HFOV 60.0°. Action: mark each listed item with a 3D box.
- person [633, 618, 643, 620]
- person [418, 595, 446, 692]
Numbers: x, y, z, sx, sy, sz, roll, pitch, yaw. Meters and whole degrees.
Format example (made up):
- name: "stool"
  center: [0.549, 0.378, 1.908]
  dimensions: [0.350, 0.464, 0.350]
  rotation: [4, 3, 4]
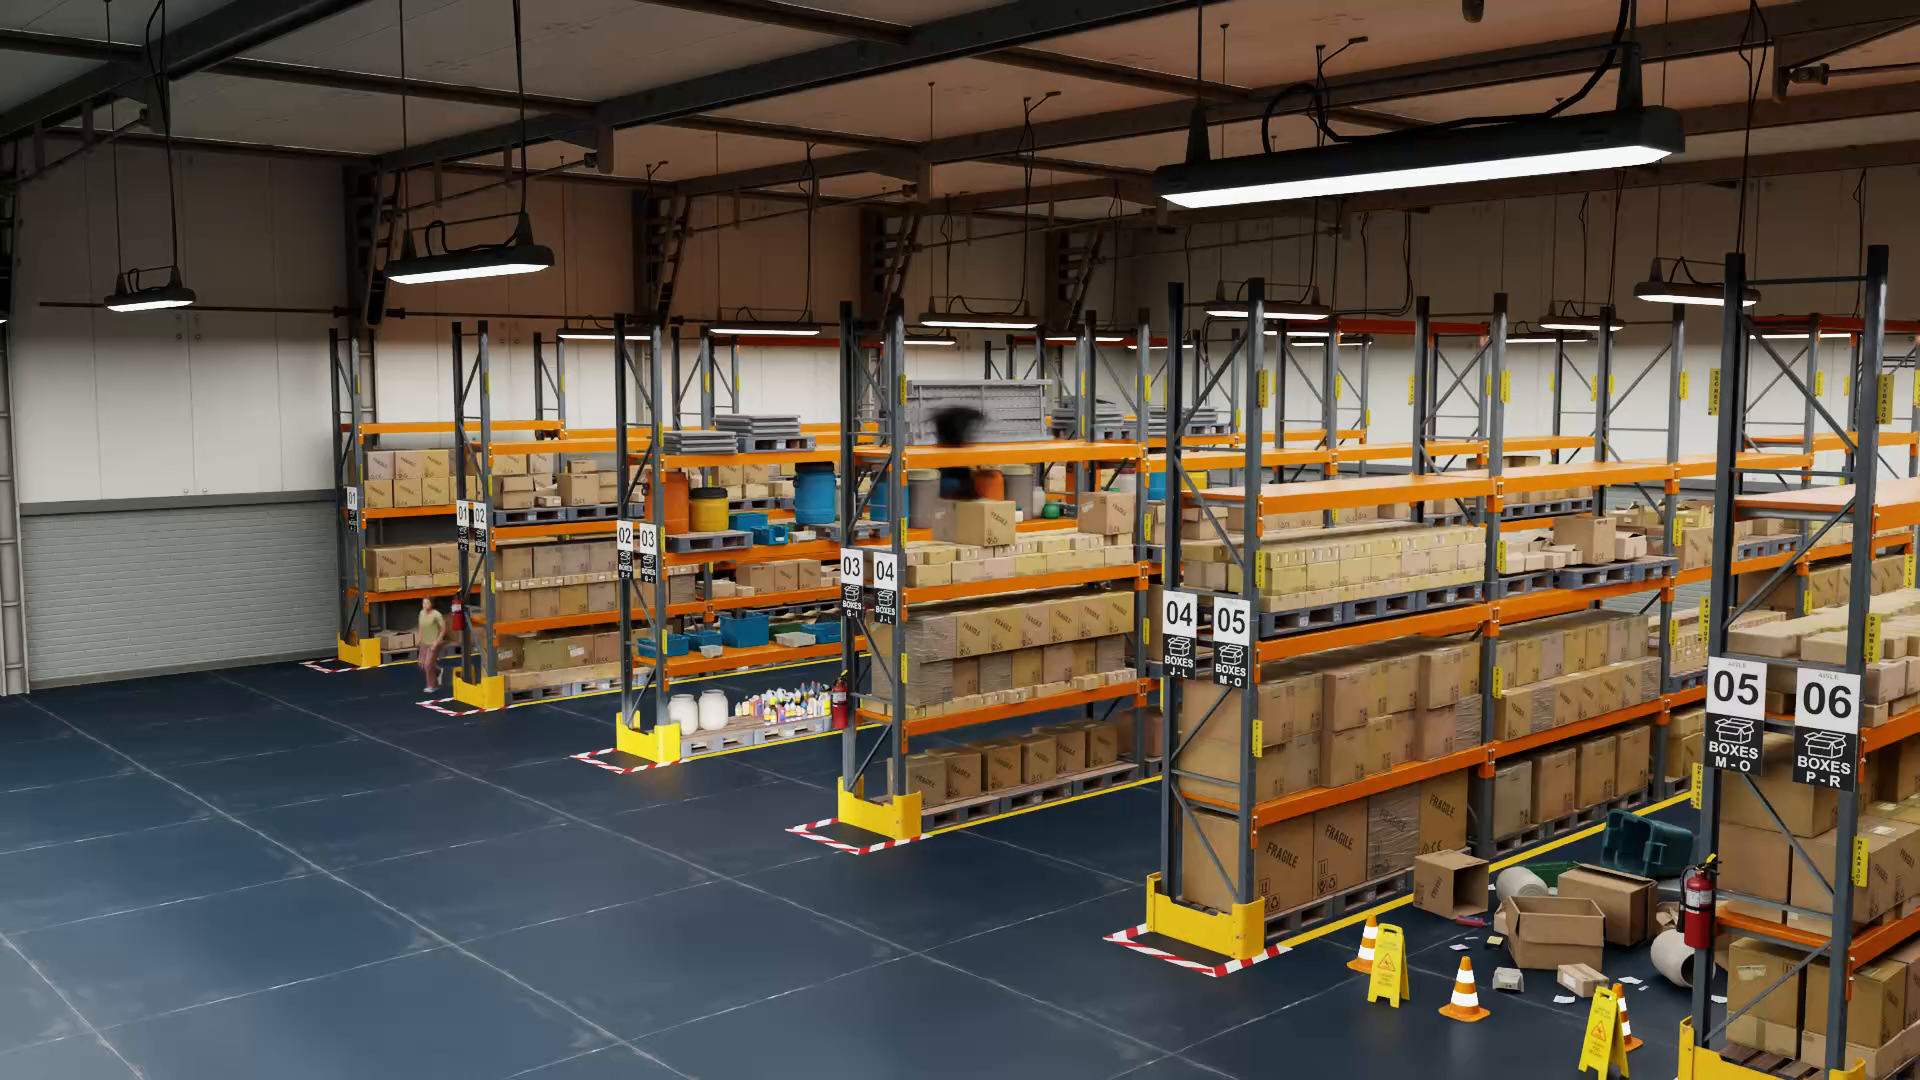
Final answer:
- name: "person"
  center: [-6.169, 1.291, 31.780]
  dimensions: [0.543, 1.479, 0.798]
  rotation: [2, 6, 23]
- name: "person"
  center: [-8.606, 1.681, 27.283]
  dimensions: [0.582, 1.610, 0.589]
  rotation: [3, 6, 24]
